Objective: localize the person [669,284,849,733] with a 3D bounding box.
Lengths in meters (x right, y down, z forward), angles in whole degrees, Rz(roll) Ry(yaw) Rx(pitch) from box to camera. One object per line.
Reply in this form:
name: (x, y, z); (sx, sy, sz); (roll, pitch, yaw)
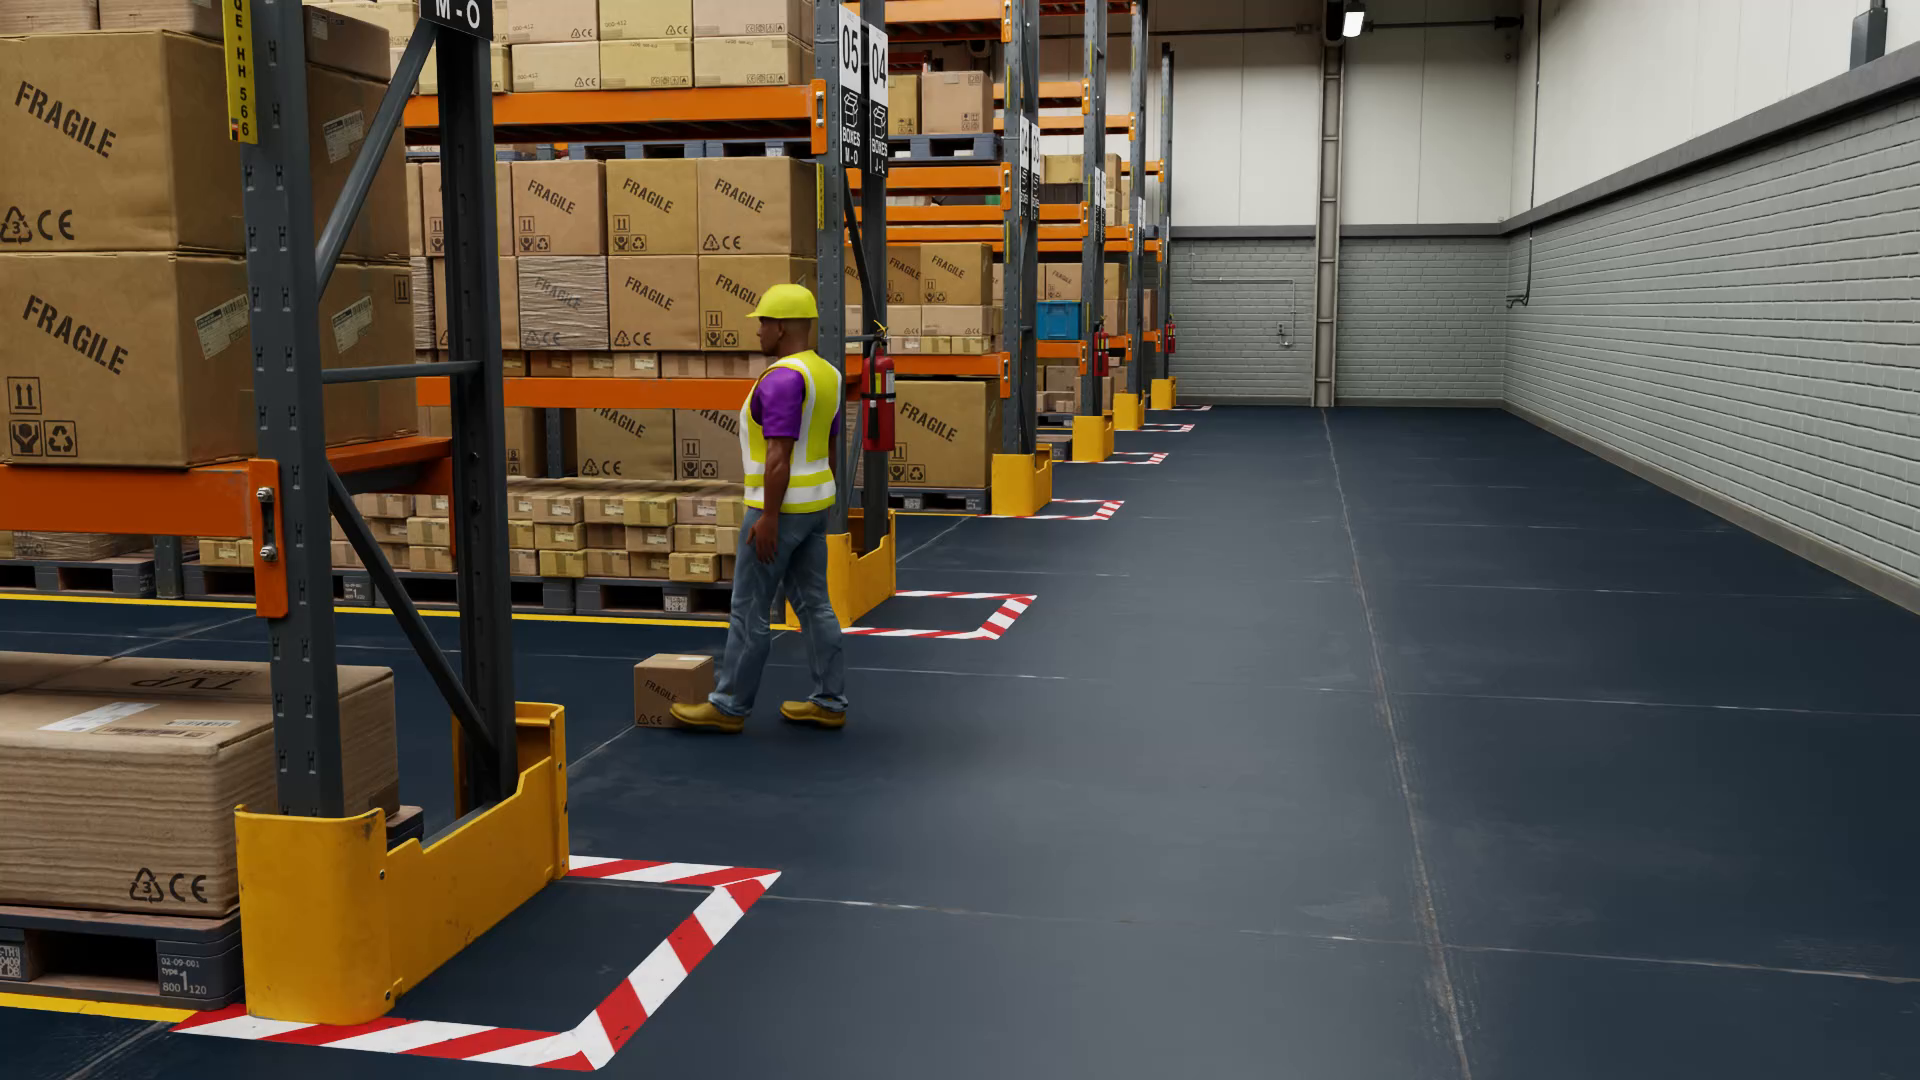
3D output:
person: (-0.787, -0.126, 6.596); (0.684, 1.758, 0.610); (2, 8, 17)
